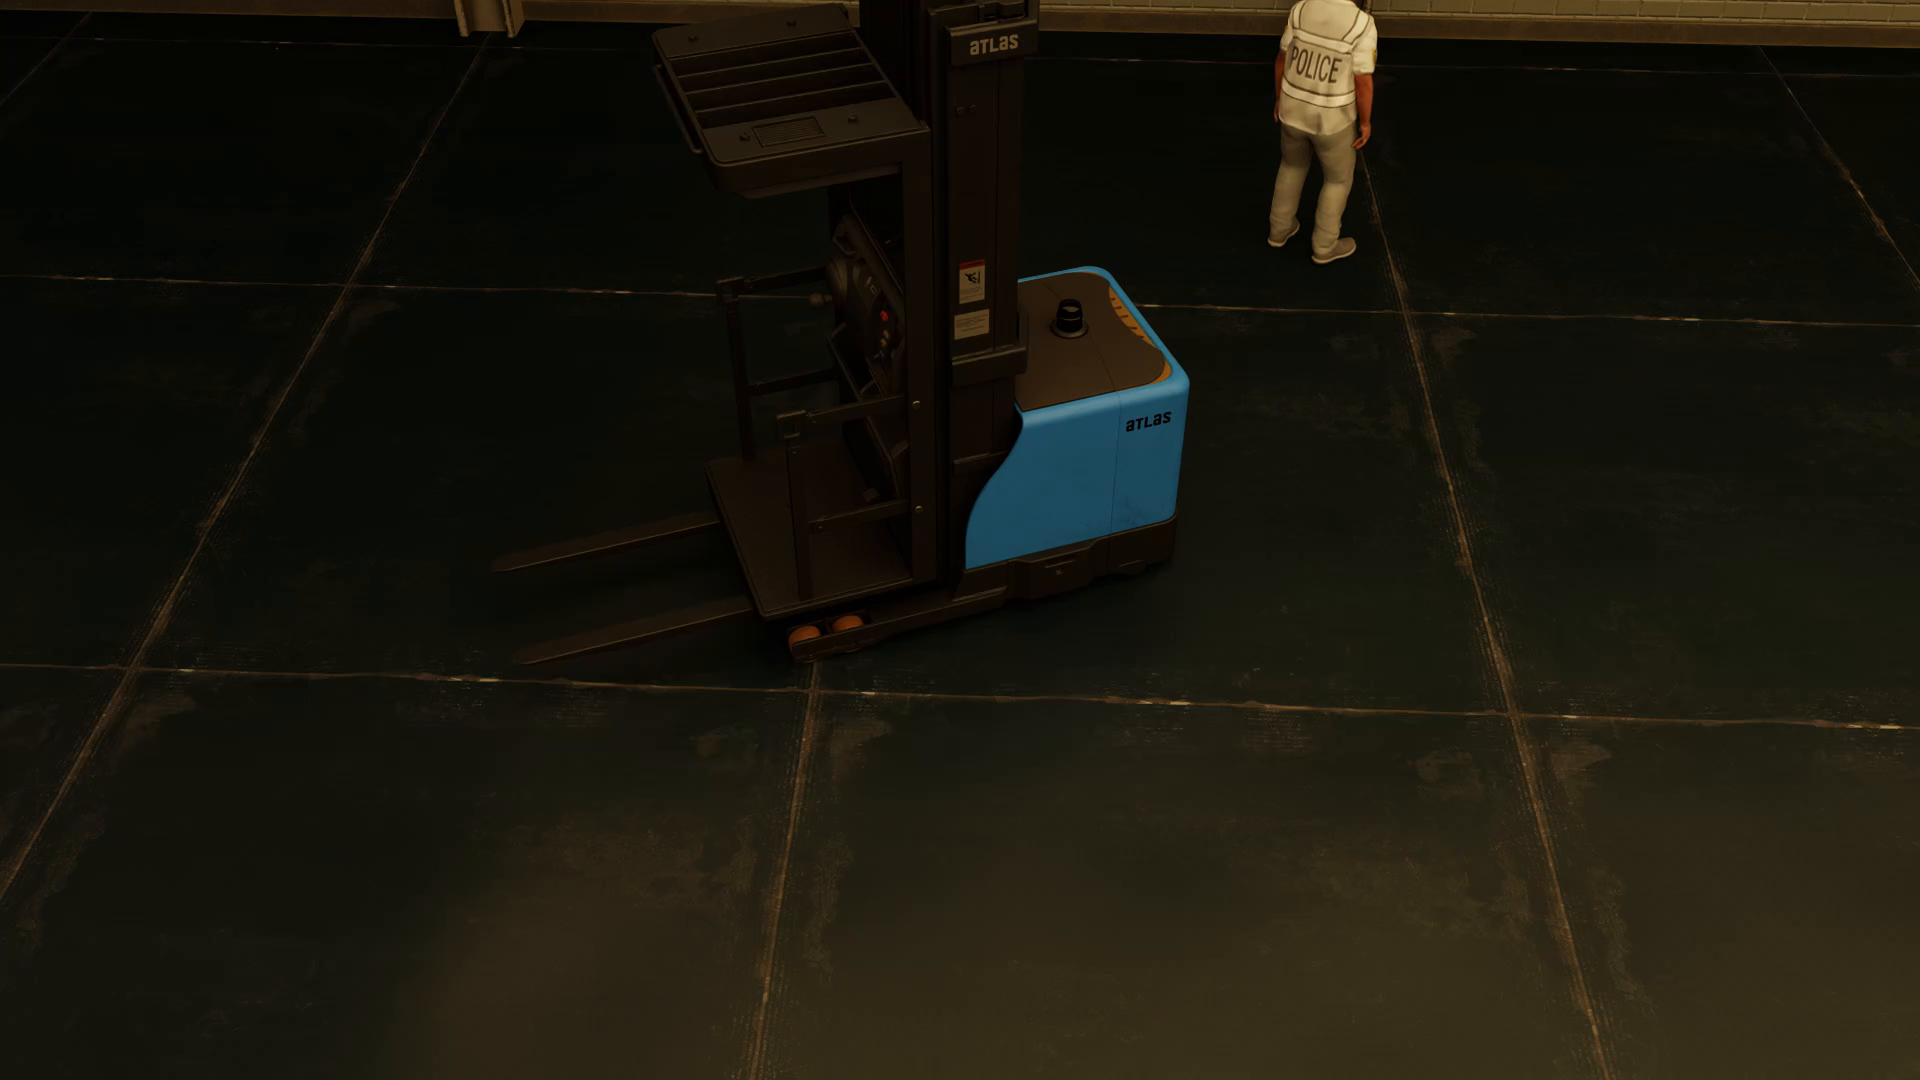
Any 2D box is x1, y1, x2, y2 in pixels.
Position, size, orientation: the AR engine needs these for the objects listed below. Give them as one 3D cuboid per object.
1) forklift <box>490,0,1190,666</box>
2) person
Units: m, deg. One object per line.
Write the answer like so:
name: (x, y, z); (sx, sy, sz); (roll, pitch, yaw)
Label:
forklift: (-0.573, -0.945, 6.778); (3.031, 2.935, 1.130); (-13, 44, -14)
person: (1.997, -2.370, 9.216); (0.585, 1.747, 0.440); (27, 49, 27)
